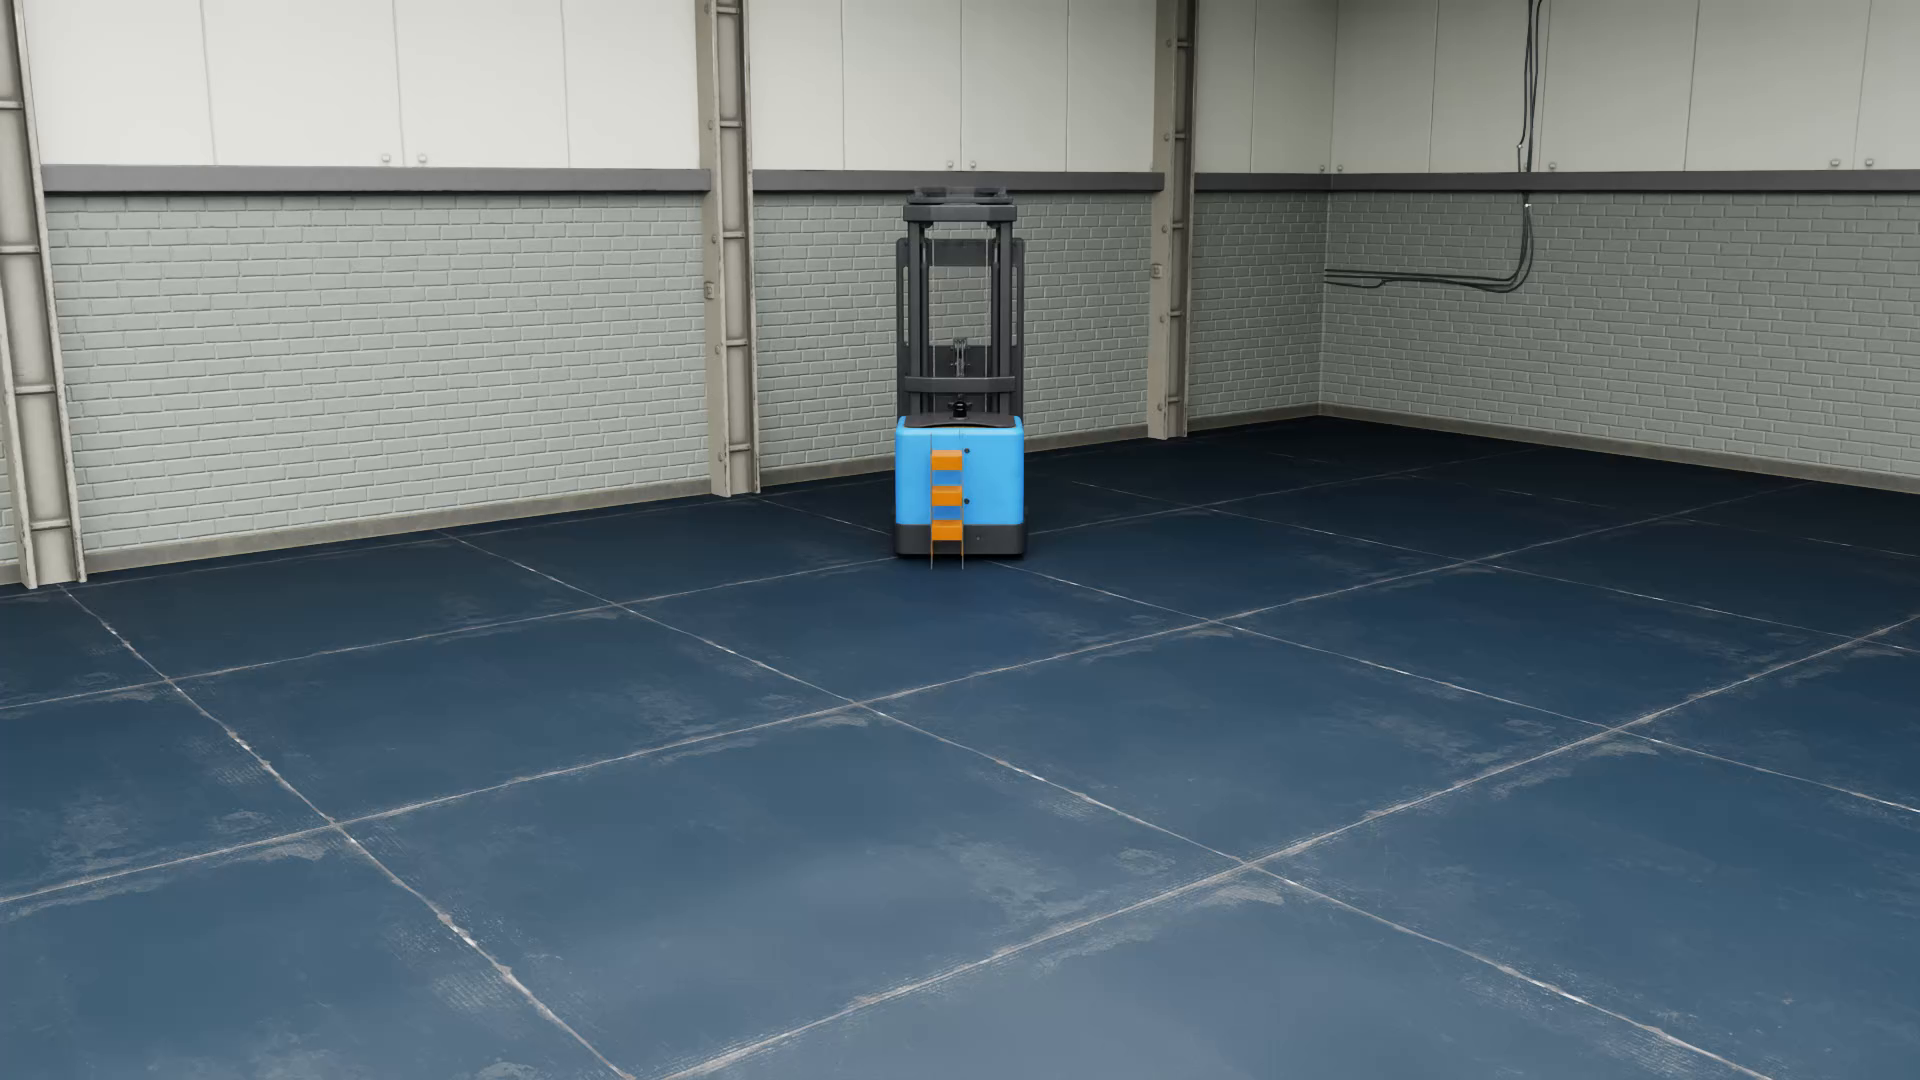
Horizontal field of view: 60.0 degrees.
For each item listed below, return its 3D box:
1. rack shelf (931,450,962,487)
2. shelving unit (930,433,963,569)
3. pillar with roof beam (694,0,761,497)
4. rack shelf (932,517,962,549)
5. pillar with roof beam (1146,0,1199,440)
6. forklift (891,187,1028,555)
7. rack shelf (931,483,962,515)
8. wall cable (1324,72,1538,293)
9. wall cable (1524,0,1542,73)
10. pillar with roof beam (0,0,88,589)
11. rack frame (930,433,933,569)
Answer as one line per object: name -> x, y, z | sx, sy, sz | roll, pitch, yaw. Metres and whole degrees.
rack shelf -> -0.101, -0.566, 12.918 | 0.240, 0.259, 0.215 | 0, 16, 0
shelving unit -> -0.101, -0.303, 12.994 | 0.252, 1.050, 0.215 | 0, 16, 0
pillar with roof beam -> 0.486, -4.167, 12.090 | 0.400, 9.000, 9.100 | -9, 15, -38
rack shelf -> -0.101, -0.026, 13.074 | 0.240, 0.259, 0.215 | 0, 16, 0
pillar with roof beam -> 5.171, -4.946, 15.756 | 0.400, 9.000, 9.100 | -9, 15, -38
forklift -> 0.003, -1.565, 14.441 | 1.130, 2.935, 3.031 | 0, 12, 0
rack shelf -> -0.101, -0.293, 12.997 | 0.240, 0.259, 0.215 | 0, 16, 0
wall cable -> 5.609, -4.293, 20.157 | 0.112, 2.526, 3.097 | -9, 15, -38
wall cable -> 7.299, -6.325, 17.566 | 0.112, 2.526, 3.097 | -9, 15, -38
pillar with roof beam -> -4.199, -3.389, 8.423 | 0.400, 9.000, 9.100 | -9, 15, -38
rack frame -> -0.223, -0.303, 12.995 | 0.008, 1.050, 0.200 | 0, 16, 0
